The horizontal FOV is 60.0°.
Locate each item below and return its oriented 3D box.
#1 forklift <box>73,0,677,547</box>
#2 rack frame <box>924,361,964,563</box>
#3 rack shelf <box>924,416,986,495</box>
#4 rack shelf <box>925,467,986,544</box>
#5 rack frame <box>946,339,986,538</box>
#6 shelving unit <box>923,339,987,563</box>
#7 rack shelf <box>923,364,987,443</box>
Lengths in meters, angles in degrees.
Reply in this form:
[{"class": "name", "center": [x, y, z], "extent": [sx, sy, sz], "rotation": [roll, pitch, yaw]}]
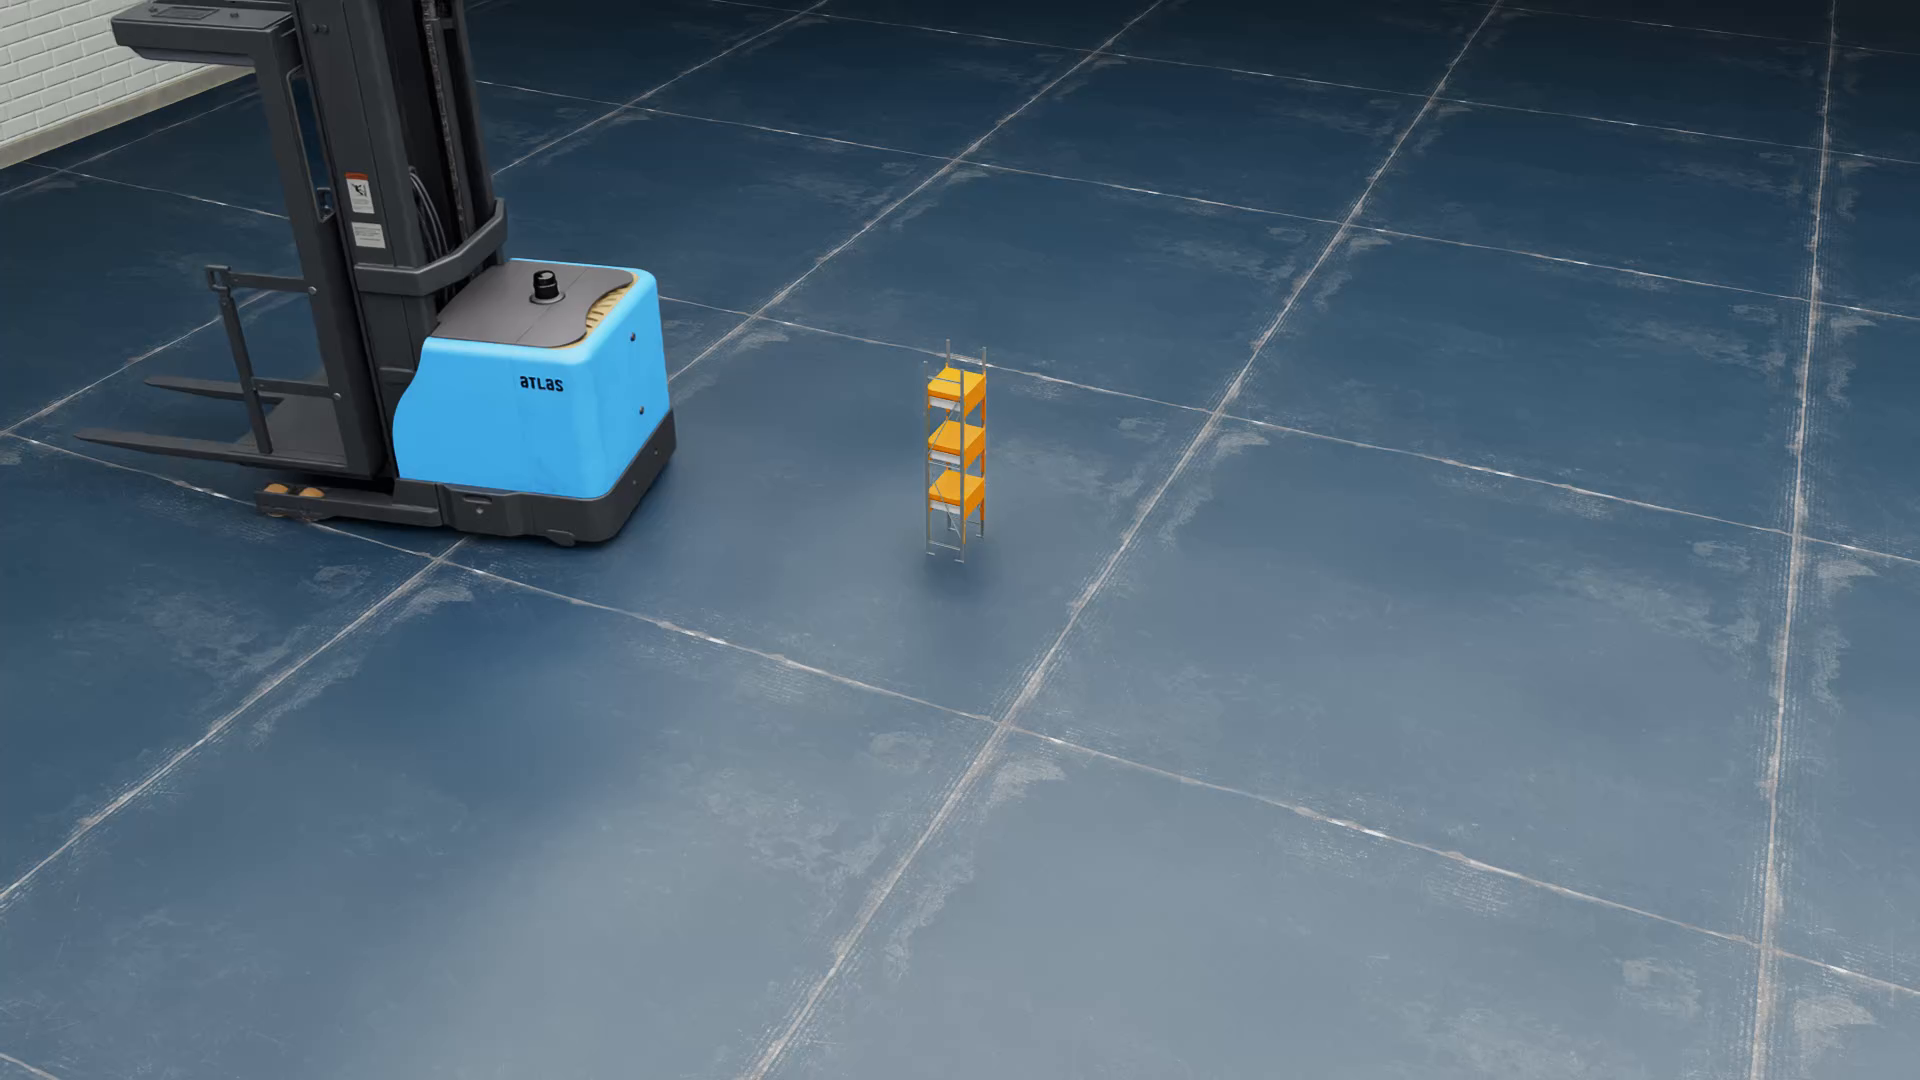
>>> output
[{"class": "forklift", "center": [-3.083, -1.595, 8.009], "extent": [3.031, 2.935, 1.130], "rotation": [6, 34, 10]}, {"class": "rack frame", "center": [-0.073, -0.352, 7.829], "extent": [0.200, 1.050, 0.008], "rotation": [14, 36, 20]}, {"class": "rack shelf", "center": [-0.022, -0.404, 7.927], "extent": [0.215, 0.259, 0.240], "rotation": [14, 36, 20]}, {"class": "rack shelf", "center": [-0.022, -0.171, 8.080], "extent": [0.215, 0.259, 0.240], "rotation": [14, 36, 20]}, {"class": "rack frame", "center": [0.029, -0.473, 8.014], "extent": [0.200, 1.050, 0.008], "rotation": [14, 36, 20]}, {"class": "shelving unit", "center": [-0.022, -0.412, 7.921], "extent": [0.215, 1.050, 0.252], "rotation": [14, 36, 20]}, {"class": "rack shelf", "center": [-0.022, -0.641, 7.772], "extent": [0.215, 0.259, 0.240], "rotation": [14, 36, 20]}]
